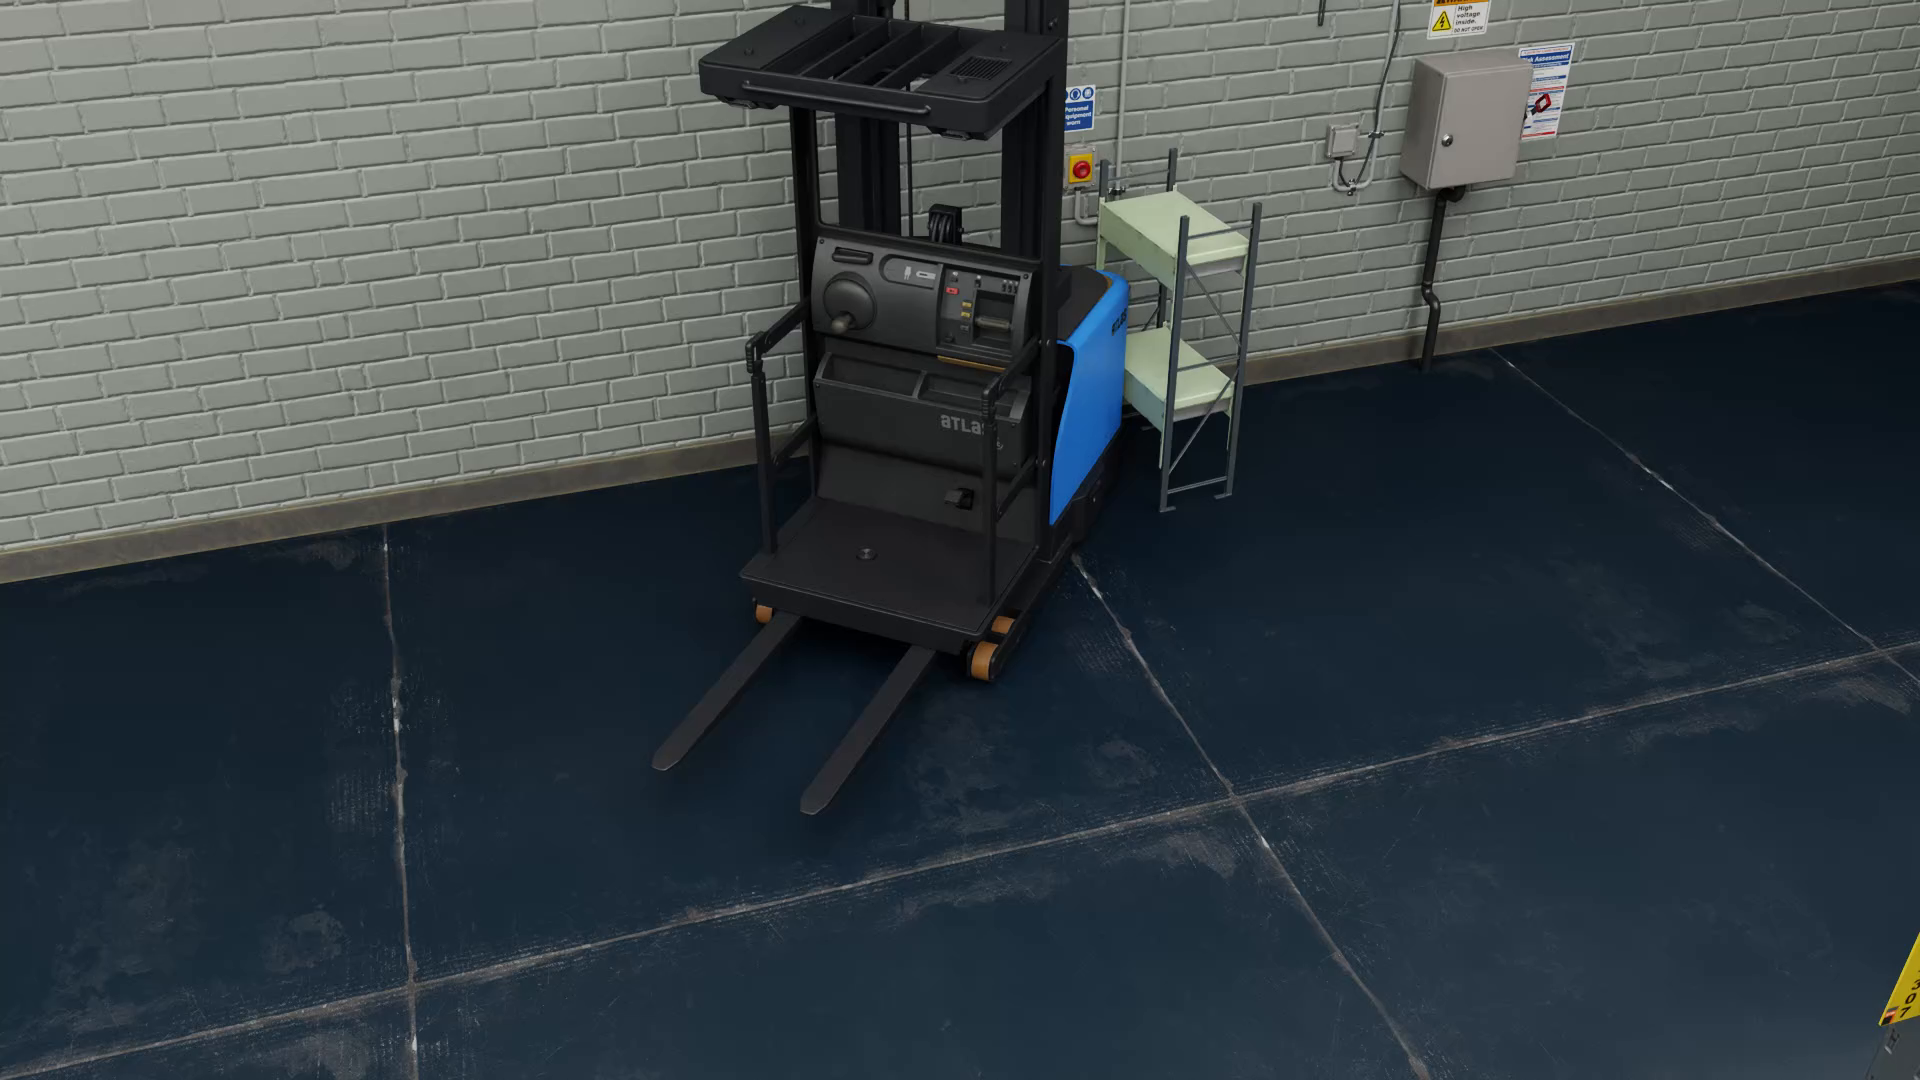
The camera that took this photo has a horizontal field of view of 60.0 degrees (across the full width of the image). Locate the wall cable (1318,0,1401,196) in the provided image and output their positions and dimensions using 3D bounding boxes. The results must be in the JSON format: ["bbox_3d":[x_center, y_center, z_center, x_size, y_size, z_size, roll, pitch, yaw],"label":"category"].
[{"bbox_3d":[1.895,-2.560,7.982,0.588,1.984,0.122,-10,35,-15],"label":"wall cable"}]

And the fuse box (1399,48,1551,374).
[{"bbox_3d":[2.592,-1.631,8.666,0.539,1.711,0.414,-10,35,-15],"label":"fuse box"}]

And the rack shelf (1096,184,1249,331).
[{"bbox_3d":[0.984,-1.312,7.668,0.431,0.370,0.720,-14,36,-20],"label":"rack shelf"}]

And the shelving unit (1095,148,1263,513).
[{"bbox_3d":[0.984,-0.987,7.883,0.431,1.500,0.755,-14,36,-20],"label":"shelving unit"}]

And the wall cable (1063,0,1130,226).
[{"bbox_3d":[0.547,-2.328,7.603,0.585,1.953,0.123,-10,35,-15],"label":"wall cable"}]

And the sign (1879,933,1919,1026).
[{"bbox_3d":[1.759,0.761,3.020,0.100,0.325,0.005,-10,35,-15],"label":"sign"}]

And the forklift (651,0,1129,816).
[{"bbox_3d":[-0.241,-0.905,6.461,1.130,2.935,3.031,13,36,19],"label":"forklift"}]

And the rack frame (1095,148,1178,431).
[{"bbox_3d":[0.836,-1.171,8.162,0.400,1.500,0.023,-14,36,-20],"label":"rack frame"}]

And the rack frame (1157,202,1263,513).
[{"bbox_3d":[1.132,-0.802,7.604,0.400,1.500,0.023,-14,36,-20],"label":"rack frame"}]

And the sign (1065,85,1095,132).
[{"bbox_3d":[0.483,-2.028,7.854,0.327,0.218,0.001,-10,35,-15],"label":"sign"}]

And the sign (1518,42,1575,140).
[{"bbox_3d":[3.000,-2.320,8.627,0.329,0.494,0.001,-10,35,-15],"label":"sign"}]

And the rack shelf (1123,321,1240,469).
[{"bbox_3d":[0.984,-0.715,8.063,0.431,0.370,0.720,-14,36,-20],"label":"rack shelf"}]

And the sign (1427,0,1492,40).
[{"bbox_3d":[2.477,-2.612,8.233,0.339,0.242,0.001,-10,35,-15],"label":"sign"}]
